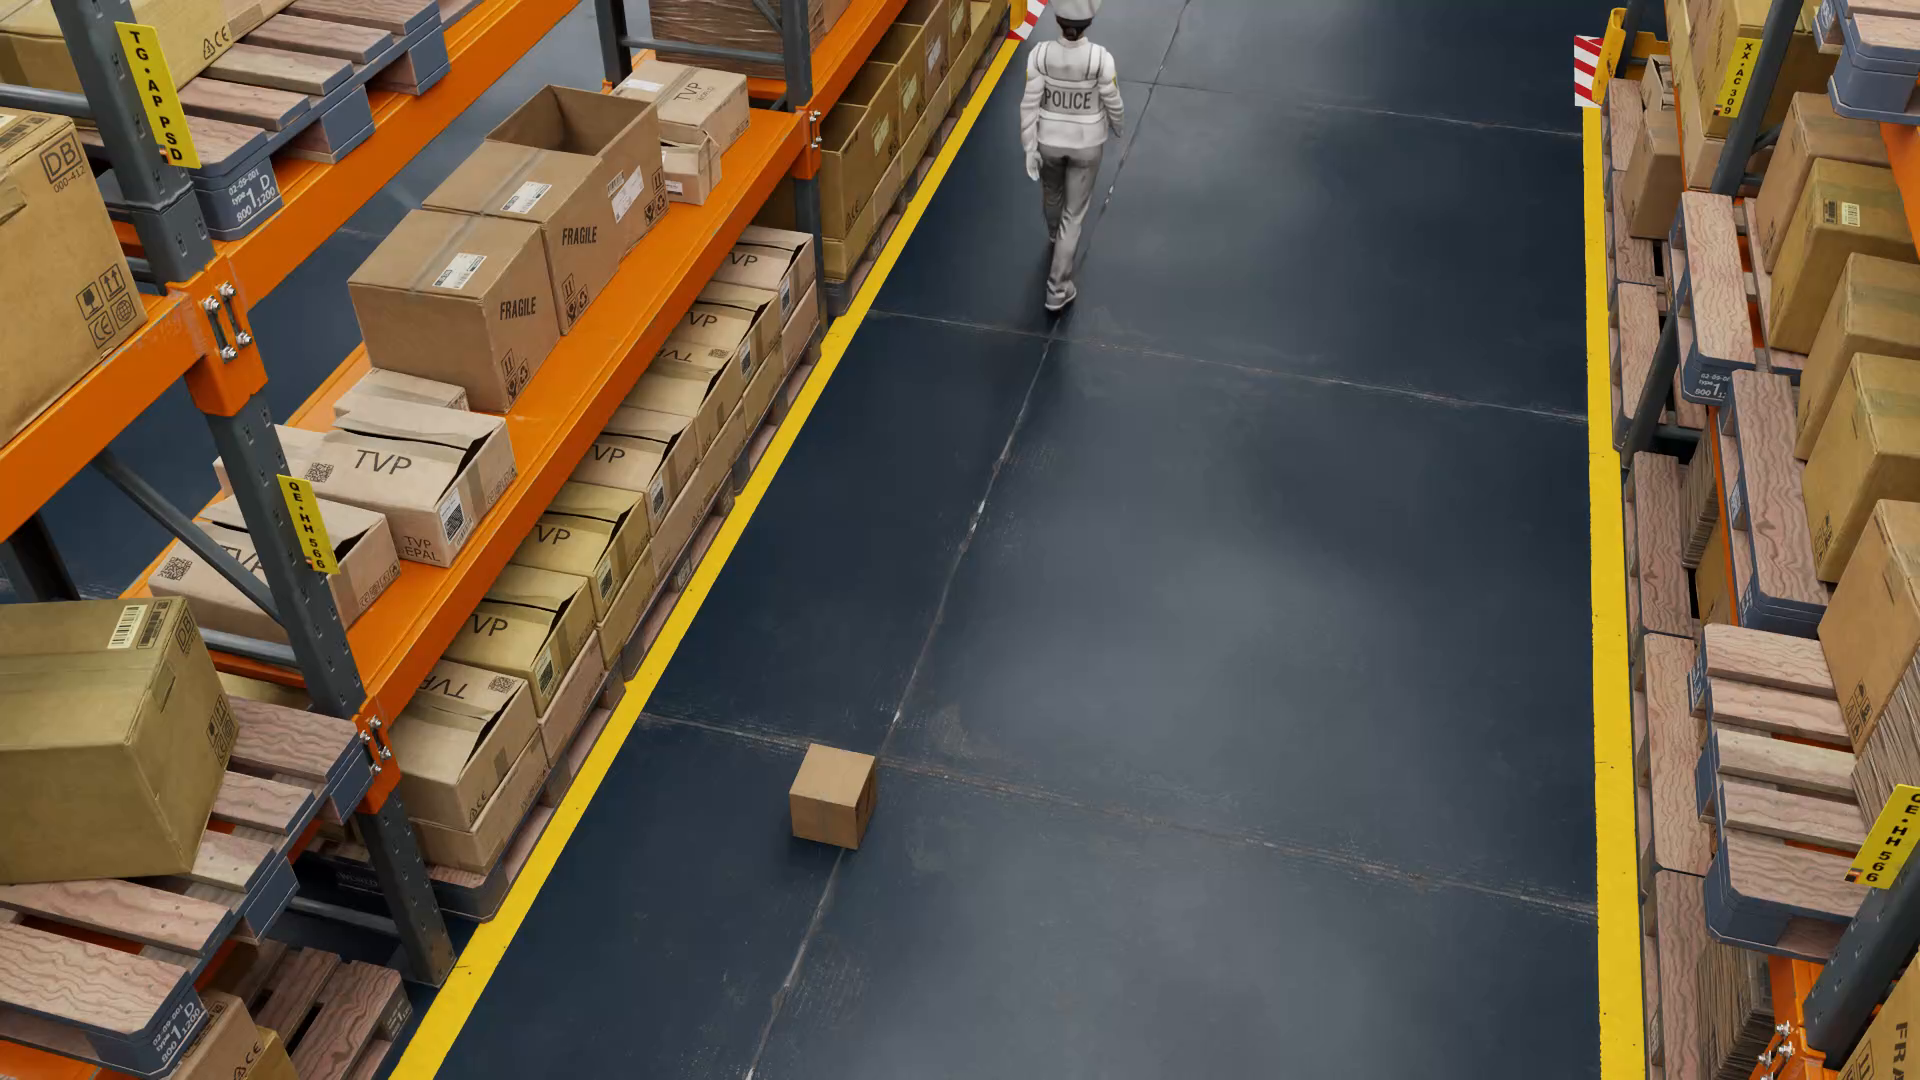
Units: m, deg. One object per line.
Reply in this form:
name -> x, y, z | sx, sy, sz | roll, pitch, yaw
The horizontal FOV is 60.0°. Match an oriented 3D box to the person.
person -> 0.593, -2.094, 8.508 | 0.499, 1.635, 0.954 | 11, 43, 13
